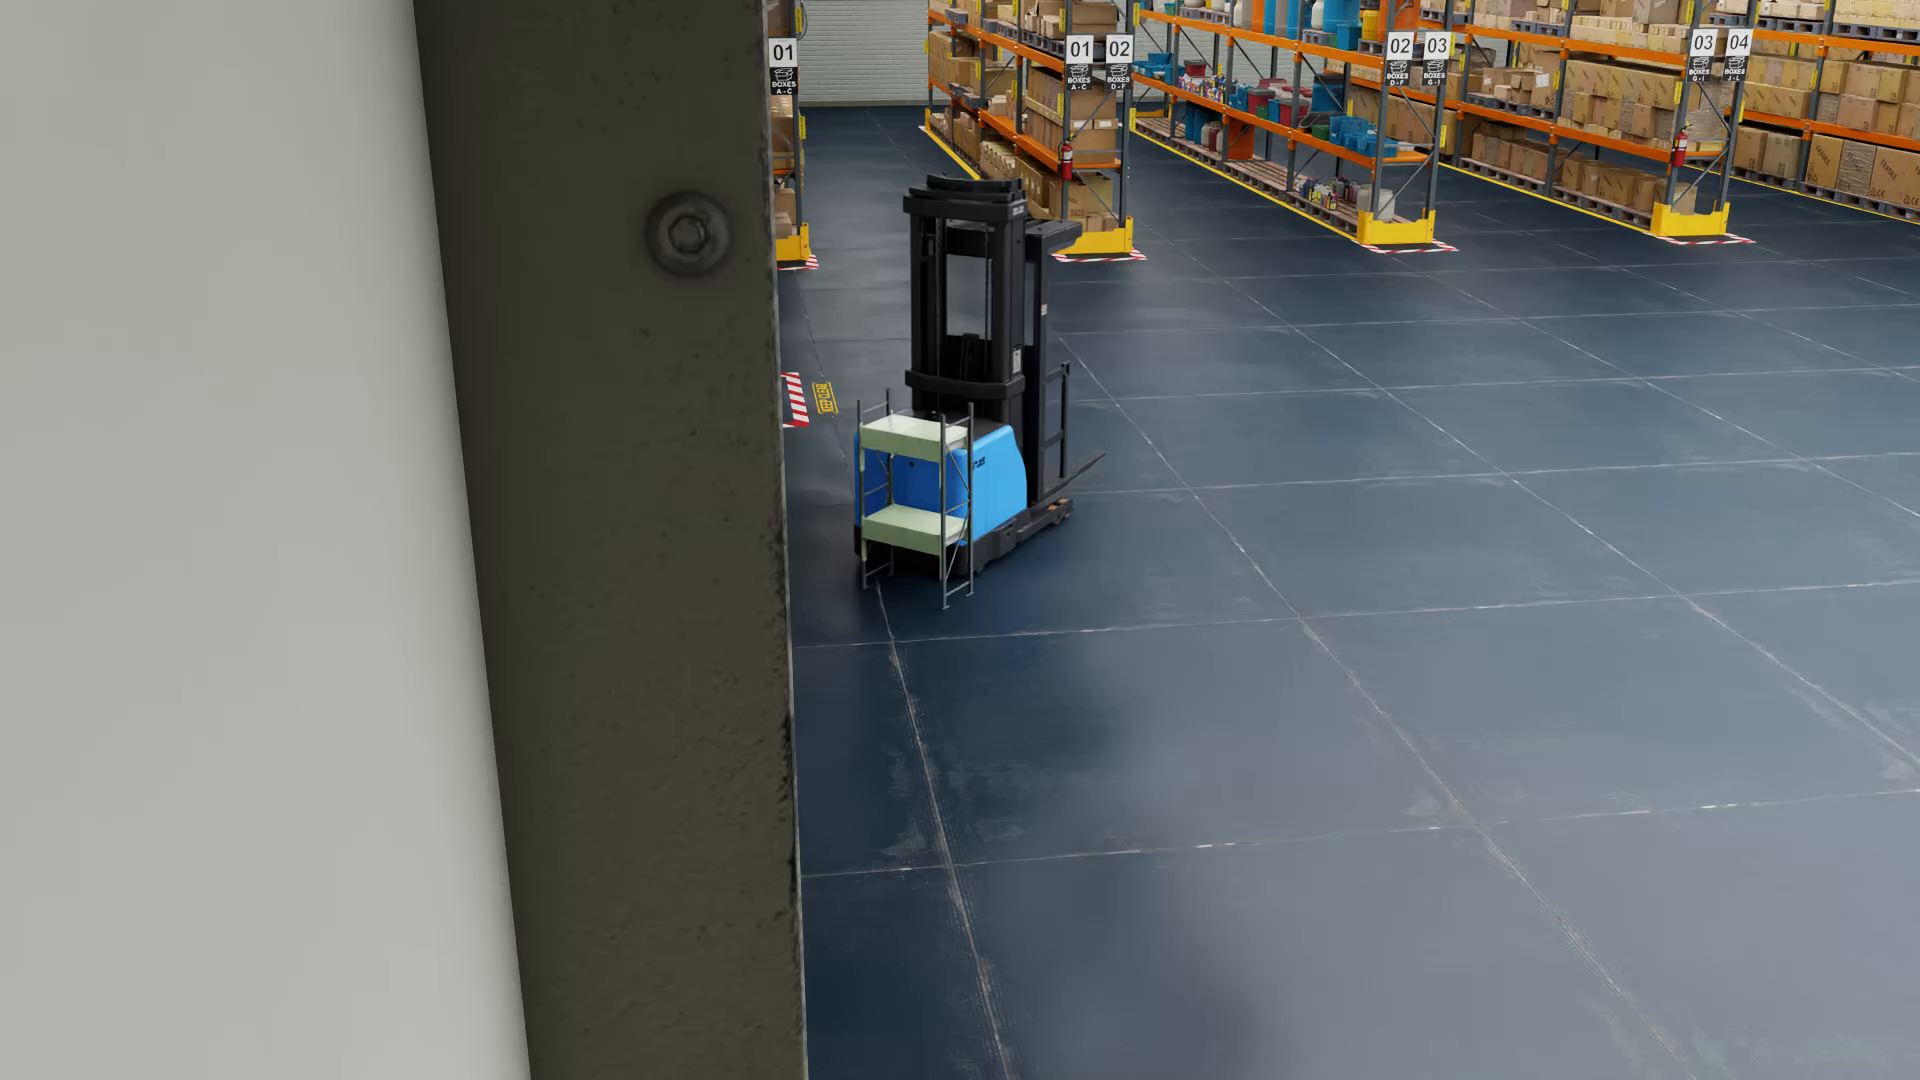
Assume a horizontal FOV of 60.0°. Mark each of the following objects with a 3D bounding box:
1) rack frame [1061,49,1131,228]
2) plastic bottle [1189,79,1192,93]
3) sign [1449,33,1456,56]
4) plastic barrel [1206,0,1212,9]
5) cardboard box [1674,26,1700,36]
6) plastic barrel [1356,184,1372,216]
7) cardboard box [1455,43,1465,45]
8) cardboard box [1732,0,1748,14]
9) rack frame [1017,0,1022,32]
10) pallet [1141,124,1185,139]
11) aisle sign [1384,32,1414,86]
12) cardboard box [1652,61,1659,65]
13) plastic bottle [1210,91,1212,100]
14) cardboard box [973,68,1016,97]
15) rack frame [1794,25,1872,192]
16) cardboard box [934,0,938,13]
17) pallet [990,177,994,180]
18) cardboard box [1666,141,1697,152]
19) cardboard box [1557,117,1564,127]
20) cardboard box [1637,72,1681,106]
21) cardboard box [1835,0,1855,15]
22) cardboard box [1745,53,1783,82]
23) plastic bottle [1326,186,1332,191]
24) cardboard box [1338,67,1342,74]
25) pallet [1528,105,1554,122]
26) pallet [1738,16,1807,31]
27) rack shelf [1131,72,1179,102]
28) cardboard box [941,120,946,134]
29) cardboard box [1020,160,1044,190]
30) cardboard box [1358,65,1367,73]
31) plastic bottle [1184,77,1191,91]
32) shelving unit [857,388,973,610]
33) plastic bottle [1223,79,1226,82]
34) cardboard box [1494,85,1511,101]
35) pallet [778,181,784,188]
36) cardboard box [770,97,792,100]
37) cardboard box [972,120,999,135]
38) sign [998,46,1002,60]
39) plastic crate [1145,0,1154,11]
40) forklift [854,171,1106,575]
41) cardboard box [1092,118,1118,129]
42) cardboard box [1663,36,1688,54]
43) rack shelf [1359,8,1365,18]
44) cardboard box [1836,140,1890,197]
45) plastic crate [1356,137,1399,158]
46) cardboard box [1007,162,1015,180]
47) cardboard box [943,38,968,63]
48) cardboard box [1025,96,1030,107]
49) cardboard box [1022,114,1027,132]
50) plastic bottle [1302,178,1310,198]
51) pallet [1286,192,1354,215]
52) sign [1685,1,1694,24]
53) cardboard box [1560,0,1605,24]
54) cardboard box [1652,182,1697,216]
[{"bbox_3d":[2.047,-5.868,25.141,1.000,3.000,0.127,-3,21,-8],"label":"rack frame"},{"bbox_3d":[4.978,-9.761,35.730,0.061,0.283,0.133,-3,21,-8],"label":"plastic bottle"},{"bbox_3d":[7.495,-7.552,25.350,0.100,0.325,0.005,-3,21,-8],"label":"sign"},{"bbox_3d":[5.552,-11.656,35.481,0.600,0.588,0.600,0,20,0],"label":"plastic barrel"},{"bbox_3d":[11.580,-8.065,26.379,0.380,0.149,0.250,-4,21,-10],"label":"cardboard box"},{"bbox_3d":[6.707,-5.546,27.233,0.421,0.512,0.421,0,20,0],"label":"plastic barrel"},{"bbox_3d":[10.414,-10.365,35.604,0.797,0.503,0.637,-2,21,-6],"label":"cardboard box"},{"bbox_3d":[15.579,-10.495,32.713,0.500,0.250,0.500,-2,21,-6],"label":"cardboard box"},{"bbox_3d":[1.471,-10.064,27.799,1.000,3.000,0.127,-3,21,-8],"label":"rack frame"},{"bbox_3d":[4.896,-9.641,39.228,1.003,0.211,1.213,-3,21,-8],"label":"pallet"},{"bbox_3d":[6.666,-7.295,25.245,0.394,0.787,0.004,-3,21,-8],"label":"aisle sign"},{"bbox_3d":[14.982,-10.126,35.449,0.380,0.149,0.250,-2,21,-6],"label":"cardboard box"},{"bbox_3d":[5.214,-9.201,34.349,0.097,0.201,0.097,0,20,0],"label":"plastic bottle"},{"bbox_3d":[0.692,-9.094,33.035,0.700,0.500,0.500,-10,23,-26],"label":"cardboard box"},{"bbox_3d":[16.197,-7.967,30.759,1.000,3.000,0.127,-3,21,-8],"label":"rack frame"},{"bbox_3d":[-0.304,-12.205,38.035,0.500,0.250,0.500,-3,21,-8],"label":"cardboard box"},{"bbox_3d":[1.147,-6.623,31.148,1.003,0.211,1.213,-3,21,-8],"label":"pallet"},{"bbox_3d":[11.605,-6.337,26.756,0.380,0.149,0.250,-3,21,-8],"label":"cardboard box"},{"bbox_3d":[11.007,-7.544,29.987,0.380,0.149,0.250,-3,21,-8],"label":"cardboard box"},{"bbox_3d":[11.449,-7.372,27.170,0.500,0.500,0.500,-3,21,-8],"label":"cardboard box"},{"bbox_3d":[15.990,-9.501,29.627,0.500,0.250,0.500,-3,21,-7],"label":"cardboard box"},{"bbox_3d":[15.825,-9.358,32.914,0.700,0.500,0.500,-3,21,-9],"label":"cardboard box"},{"bbox_3d":[6.310,-5.935,28.584,0.152,0.276,0.135,-3,21,-8],"label":"plastic bottle"},{"bbox_3d":[9.383,-11.382,40.261,0.380,0.149,0.250,-3,21,-9],"label":"cardboard box"},{"bbox_3d":[11.308,-7.934,30.945,1.003,0.211,1.213,-3,21,-8],"label":"pallet"},{"bbox_3d":[15.930,-10.061,32.350,1.003,0.211,1.213,-2,21,-5],"label":"pallet"},{"bbox_3d":[4.931,-10.627,38.910,1.077,0.370,4.000,-3,21,-8],"label":"rack shelf"},{"bbox_3d":[-0.153,-9.412,37.844,0.500,0.311,0.500,-3,21,-8],"label":"cardboard box"},{"bbox_3d":[1.308,-6.164,28.191,0.500,0.500,0.500,-3,21,-8],"label":"cardboard box"},{"bbox_3d":[9.647,-11.086,38.900,0.500,0.250,0.500,-2,21,-7],"label":"cardboard box"},{"bbox_3d":[4.962,-9.907,36.133,0.152,0.276,0.135,-3,21,-8],"label":"plastic bottle"},{"bbox_3d":[-0.329,-0.311,12.405,0.755,1.500,0.431,13,24,31],"label":"shelving unit"},{"bbox_3d":[5.722,-9.792,35.824,0.152,0.276,0.135,-3,21,-8],"label":"plastic bottle"},{"bbox_3d":[10.712,-8.671,32.259,0.500,0.250,0.500,-4,21,-9],"label":"cardboard box"},{"bbox_3d":[-3.724,-6.389,30.519,1.003,0.211,1.213,-3,21,-8],"label":"pallet"},{"bbox_3d":[-2.979,-6.972,27.210,0.500,0.500,0.500,-3,21,-8],"label":"cardboard box"},{"bbox_3d":[0.515,-8.356,33.673,0.500,0.250,0.500,-2,21,-6],"label":"cardboard box"},{"bbox_3d":[0.866,-10.595,36.141,0.100,0.325,0.005,-3,21,-8],"label":"sign"},{"bbox_3d":[4.591,-12.490,38.671,0.504,0.338,0.767,-3,21,-8],"label":"plastic crate"},{"bbox_3d":[0.314,-1.571,13.733,1.130,2.935,3.031,11,23,27],"label":"forklift"},{"bbox_3d":[2.204,-6.366,25.403,0.380,0.149,0.250,-3,21,-8],"label":"cardboard box"},{"bbox_3d":[11.530,-7.856,26.389,0.500,0.250,0.500,-2,21,-6],"label":"cardboard box"},{"bbox_3d":[9.833,-12.282,39.054,1.077,0.370,4.000,-3,21,-8],"label":"rack shelf"},{"bbox_3d":[16.352,-6.635,29.630,0.875,0.875,0.875,-3,21,-7],"label":"cardboard box"},{"bbox_3d":[6.581,-6.205,26.256,0.499,0.251,0.616,-3,21,-8],"label":"plastic crate"},{"bbox_3d":[1.129,-6.550,29.495,0.500,0.311,0.500,-3,21,-8],"label":"cardboard box"},{"bbox_3d":[-0.088,-10.878,36.981,0.500,0.500,0.500,-3,21,-9],"label":"cardboard box"},{"bbox_3d":[1.318,-7.501,28.443,0.380,0.149,0.250,-3,21,-8],"label":"cardboard box"},{"bbox_3d":[1.357,-7.351,29.326,0.500,0.250,0.500,-2,21,-4],"label":"cardboard box"},{"bbox_3d":[6.079,-6.167,29.097,0.144,0.351,0.185,-2,21,-6],"label":"plastic bottle"},{"bbox_3d":[6.428,-5.961,29.374,1.003,0.211,1.213,-3,21,-8],"label":"pallet"},{"bbox_3d":[11.299,-8.166,25.739,0.100,0.325,0.005,-3,21,-8],"label":"sign"},{"bbox_3d":[11.304,-9.570,30.016,0.797,0.503,0.637,-4,21,-10],"label":"cardboard box"},{"bbox_3d":[11.777,-5.609,27.420,0.500,0.500,0.500,1,20,2],"label":"cardboard box"}]
